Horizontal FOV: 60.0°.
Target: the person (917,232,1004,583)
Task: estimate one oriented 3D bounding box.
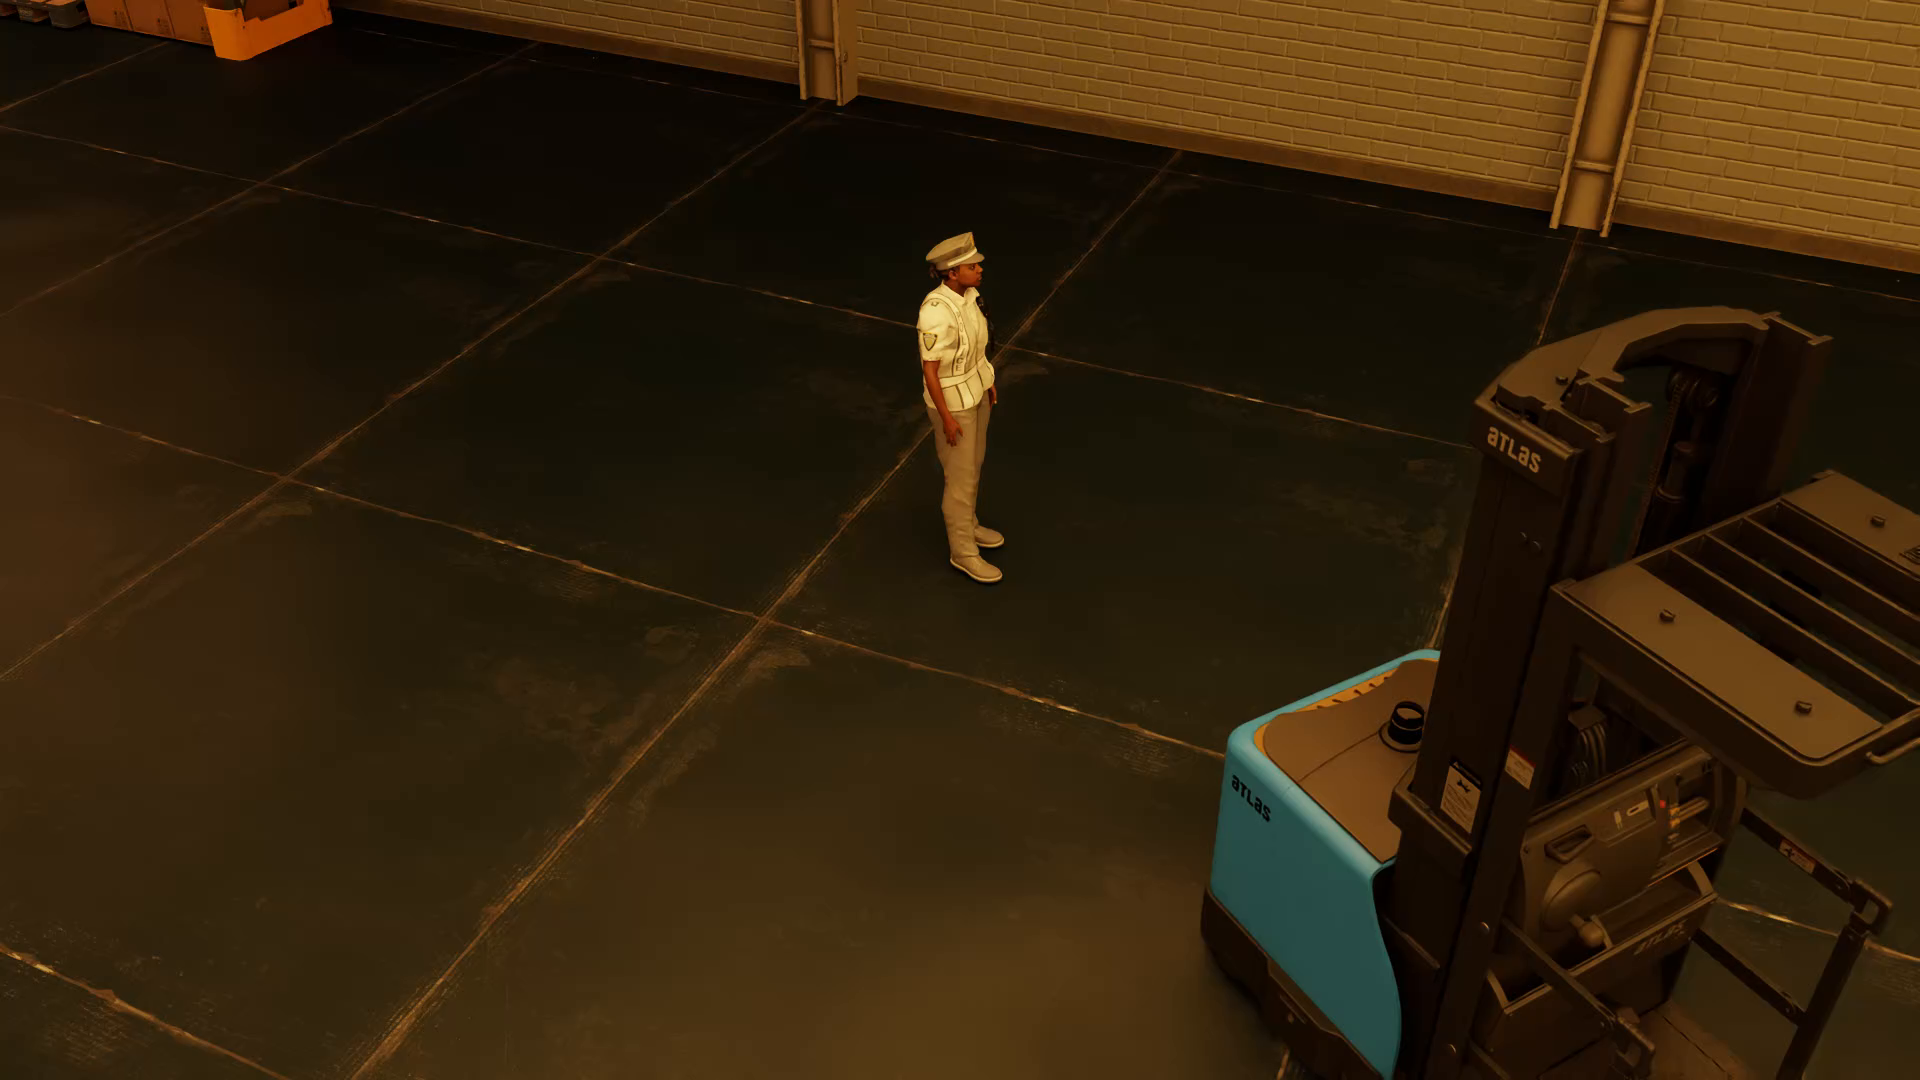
[{"bbox_3d":[0.060,-0.667,8.074,0.528,1.695,0.569,15,38,20],"label":"person"}]

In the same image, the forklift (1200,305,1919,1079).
[{"bbox_3d":[2.097,0.947,4.758,1.130,2.935,3.031,-19,40,-24],"label":"forklift"}]
